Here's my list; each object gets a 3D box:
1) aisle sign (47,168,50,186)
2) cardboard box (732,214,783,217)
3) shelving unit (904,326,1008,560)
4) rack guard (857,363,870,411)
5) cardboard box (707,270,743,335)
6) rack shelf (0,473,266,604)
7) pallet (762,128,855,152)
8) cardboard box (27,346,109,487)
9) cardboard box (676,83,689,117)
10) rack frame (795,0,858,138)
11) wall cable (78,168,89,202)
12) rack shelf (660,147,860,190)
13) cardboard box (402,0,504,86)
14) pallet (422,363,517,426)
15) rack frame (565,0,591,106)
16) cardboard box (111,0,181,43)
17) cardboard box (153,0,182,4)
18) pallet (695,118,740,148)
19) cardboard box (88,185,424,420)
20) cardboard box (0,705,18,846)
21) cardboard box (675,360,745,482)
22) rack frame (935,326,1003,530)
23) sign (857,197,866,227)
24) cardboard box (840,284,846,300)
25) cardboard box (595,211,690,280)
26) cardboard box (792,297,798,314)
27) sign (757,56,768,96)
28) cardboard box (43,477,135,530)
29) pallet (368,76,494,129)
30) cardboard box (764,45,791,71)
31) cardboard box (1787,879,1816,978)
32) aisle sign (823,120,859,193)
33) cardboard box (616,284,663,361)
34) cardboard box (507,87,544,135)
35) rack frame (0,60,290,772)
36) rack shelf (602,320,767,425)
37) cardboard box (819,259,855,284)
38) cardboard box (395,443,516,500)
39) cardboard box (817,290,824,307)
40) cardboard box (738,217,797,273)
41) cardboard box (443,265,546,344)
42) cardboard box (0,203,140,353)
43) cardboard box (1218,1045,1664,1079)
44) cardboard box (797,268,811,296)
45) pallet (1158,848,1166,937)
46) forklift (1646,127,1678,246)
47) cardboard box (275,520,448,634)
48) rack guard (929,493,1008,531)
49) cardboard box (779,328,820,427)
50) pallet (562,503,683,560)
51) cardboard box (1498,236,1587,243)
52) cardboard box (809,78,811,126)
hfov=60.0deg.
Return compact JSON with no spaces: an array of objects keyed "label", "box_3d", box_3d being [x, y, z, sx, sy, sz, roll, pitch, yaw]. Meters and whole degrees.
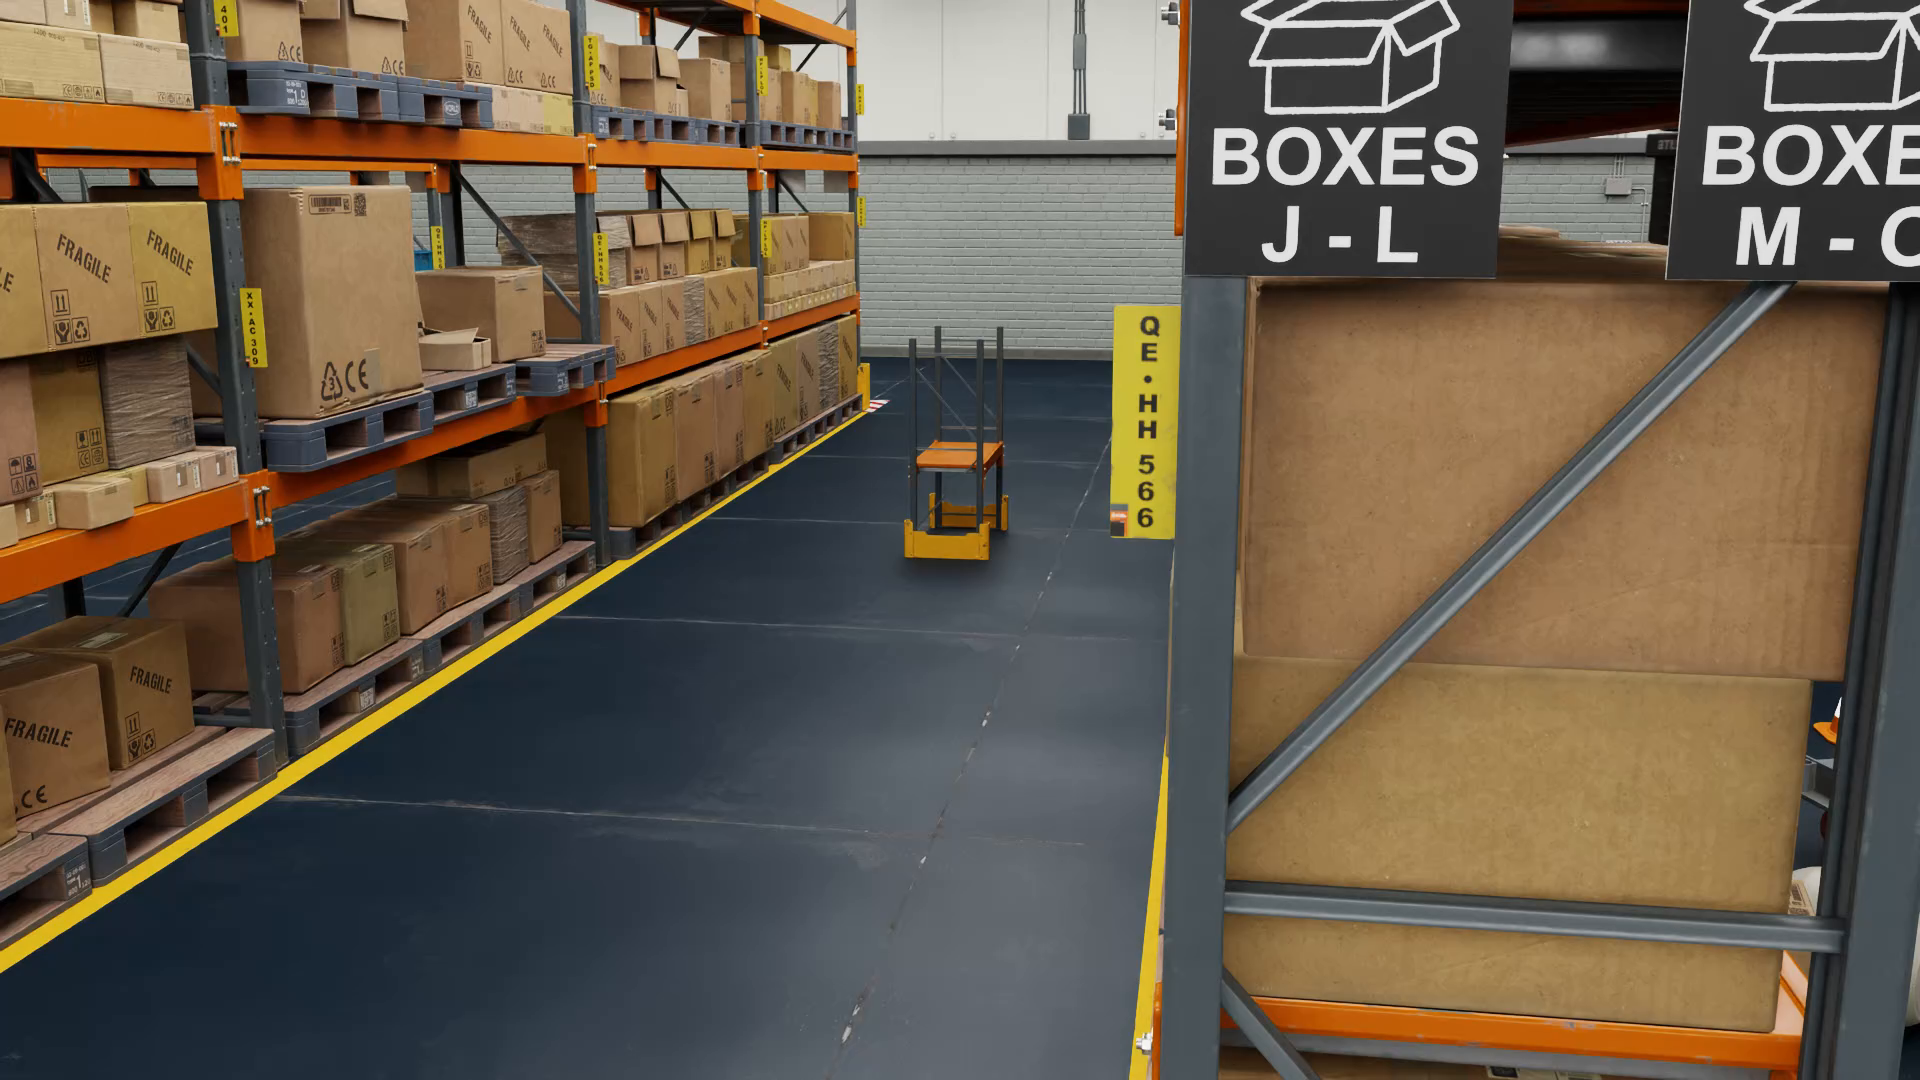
[{"label":"aisle sign","box_3d":[-11.104,-4.569,19.902,0.394,0.787,0.004,2,12,9]},{"label":"cardboard box","box_3d":[-2.120,-3.107,17.161,0.500,0.500,0.500,2,12,7]},{"label":"shelving unit","box_3d":[-0.012,-0.717,11.762,0.587,1.500,1.083,2,12,9]},{"label":"rack guard","box_3d":[-1.625,-1.755,18.949,1.175,0.500,0.348,2,12,9]},{"label":"cardboard box","box_3d":[-2.129,-1.979,13.819,0.500,0.500,0.500,2,12,10]},{"label":"rack shelf","box_3d":[-3.782,0.294,5.216,1.077,0.370,4.000,2,12,9]},{"label":"pallet","box_3d":[-1.733,-4.240,17.638,1.003,0.211,1.213,2,12,9]},{"label":"cardboard box","box_3d":[-3.717,-0.473,6.127,0.875,0.500,0.500,2,12,9]},{"label":"cardboard box","box_3d":[-2.502,-3.542,13.402,0.500,0.311,0.500,1,12,7]},{"label":"rack frame","box_3d":[-1.629,-5.904,18.031,1.000,3.000,0.127,2,12,9]},{"label":"wall cable","box_3d":[-15.089,-6.034,26.002,3.097,2.526,0.112,2,12,9]},{"label":"rack shelf","box_3d":[-1.937,-3.670,16.491,1.077,0.370,4.000,2,12,9]},{"label":"cardboard box","box_3d":[-2.845,-2.749,9.085,0.500,0.500,0.500,2,12,10]},{"label":"pallet","box_3d":[-3.123,-0.799,9.037,1.003,0.211,1.213,2,12,9]},{"label":"rack frame","box_3d":[-2.860,-4.239,10.303,1.000,3.000,0.127,2,12,9]},{"label":"cardboard box","box_3d":[-3.239,-1.985,6.372,0.380,0.149,0.250,2,12,10]},{"label":"cardboard box","box_3d":[-3.292,-2.277,6.188,0.500,0.500,0.500,2,12,7]},{"label":"pallet","box_3d":[-2.337,-3.319,13.610,0.805,0.209,1.217,1,12,6]},{"label":"cardboard box","box_3d":[-3.214,-1.133,7.711,1.000,1.000,1.000,2,12,9]},{"label":"cardboard box","box_3d":[-3.674,0.876,5.745,0.500,0.500,0.500,1,12,4]},{"label":"cardboard box","box_3d":[-2.460,-0.986,13.494,1.225,0.875,0.875,1,12,7]},{"label":"rack frame","box_3d":[0.065,-0.821,12.244,0.500,1.500,0.032,2,12,9]},{"label":"sign","box_3d":[-1.095,-3.633,18.421,0.100,0.325,0.005,2,12,9]},{"label":"cardboard box","box_3d":[-1.437,-2.658,17.801,0.380,0.149,0.250,2,12,9]},{"label":"cardboard box","box_3d":[-2.531,-2.273,12.801,0.797,0.503,0.637,2,12,10]},{"label":"cardboard box","box_3d":[-1.751,-2.231,15.824,0.380,0.149,0.250,2,12,7]},{"label":"sign","box_3d":[-1.707,-3.996,14.323,0.100,0.325,0.005,2,12,9]},{"label":"cardboard box","box_3d":[-3.291,-0.139,6.116,0.380,0.149,0.250,2,12,9]},{"label":"pallet","box_3d":[-3.118,-2.189,8.358,1.213,0.211,1.003,2,12,9]},{"label":"cardboard box","box_3d":[-1.950,-4.688,16.253,0.500,0.250,0.500,1,12,7]},{"label":"cardboard box","box_3d":[2.186,1.285,4.838,0.500,0.500,0.500,4,13,18]},{"label":"aisle sign","box_3d":[-1.322,-4.248,18.413,0.394,0.787,0.004,2,12,9]},{"label":"cardboard box","box_3d":[-2.439,-1.555,11.852,0.500,0.500,0.500,2,12,7]},{"label":"cardboard box","box_3d":[-2.753,-2.489,9.658,0.500,0.250,0.500,2,12,8]},{"label":"rack frame","box_3d":[-3.475,-0.474,7.072,1.000,3.000,0.127,2,12,9]},{"label":"rack shelf","box_3d":[-2.552,-1.371,12.943,1.077,0.370,4.000,2,12,9]},{"label":"cardboard box","box_3d":[-1.441,-2.934,18.139,0.500,0.250,0.500,2,12,8]},{"label":"cardboard box","box_3d":[-3.004,-0.415,9.908,0.500,0.250,0.500,3,13,15]},{"label":"cardboard box","box_3d":[-1.594,-2.446,16.819,0.380,0.149,0.250,2,12,10]},{"label":"cardboard box","box_3d":[-1.835,-2.771,15.603,0.500,0.500,0.500,2,12,9]},{"label":"cardboard box","box_3d":[-2.903,-1.447,10.353,0.500,0.500,0.500,0,12,2]},{"label":"cardboard box","box_3d":[-3.348,-0.950,5.965,0.500,0.500,0.500,2,12,9]},{"label":"cardboard box","box_3d":[0.835,1.231,3.209,0.875,0.875,0.875,2,12,9]},{"label":"cardboard box","box_3d":[-1.758,-2.512,16.179,0.500,0.250,0.500,2,12,10]},{"label":"pallet","box_3d":[1.216,1.227,5.799,1.003,0.211,1.213,2,12,9]},{"label":"forklift","box_3d":[4.652,-0.914,9.276,1.130,2.935,3.031,-9,15,-35]},{"label":"cardboard box","box_3d":[-3.181,0.191,8.877,0.700,0.500,0.500,1,12,4]},{"label":"rack guard","box_3d":[0.065,-0.210,12.374,0.587,0.250,0.087,2,12,9]},{"label":"cardboard box","box_3d":[-1.925,-1.628,16.474,0.875,0.875,0.875,2,12,9]},{"label":"pallet","box_3d":[-2.664,-0.105,11.979,1.003,0.211,1.213,2,12,9]},{"label":"cardboard box","box_3d":[1.058,-0.481,4.185,0.875,0.550,0.500,2,12,9]},{"label":"cardboard box","box_3d":[-1.893,-4.409,16.739,0.700,0.500,0.500,1,12,5]}]
